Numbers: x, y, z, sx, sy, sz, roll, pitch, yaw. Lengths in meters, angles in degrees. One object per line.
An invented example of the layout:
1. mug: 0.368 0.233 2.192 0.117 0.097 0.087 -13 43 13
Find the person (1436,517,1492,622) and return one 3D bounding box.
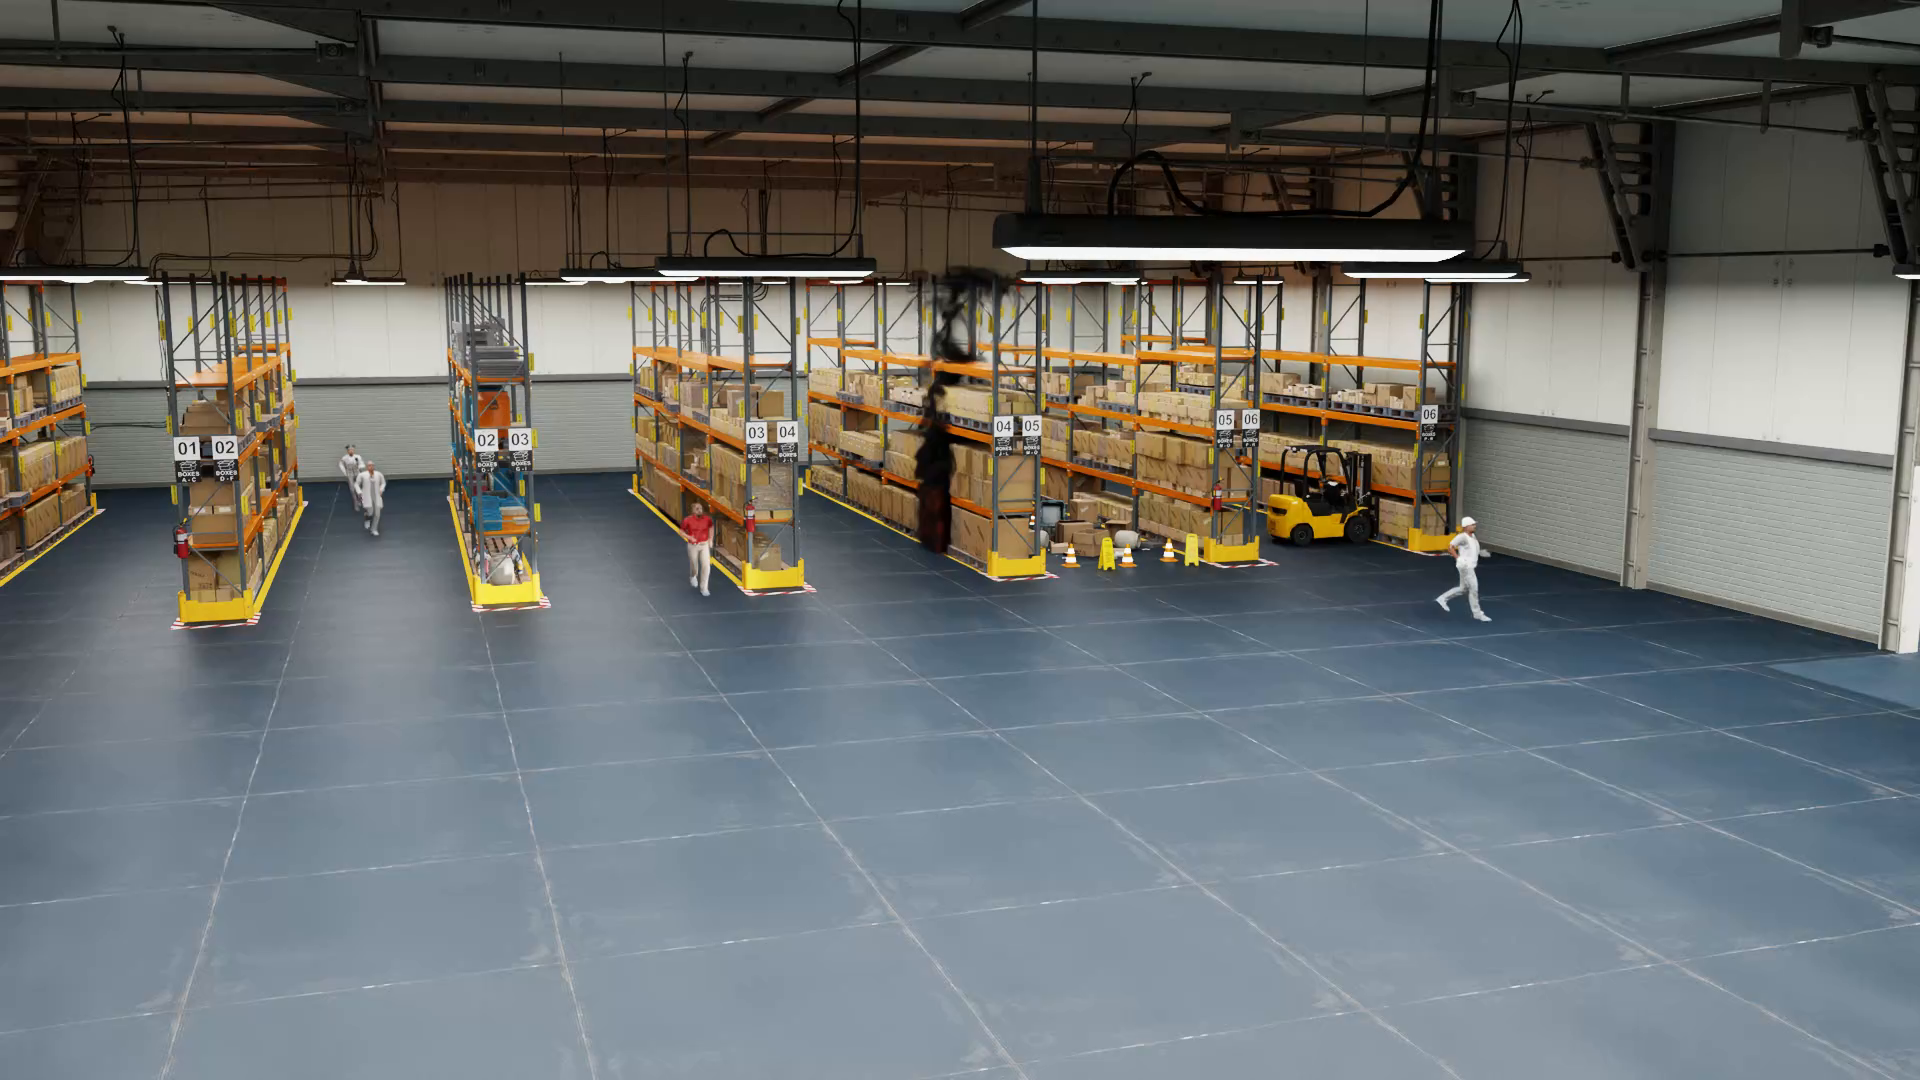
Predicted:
1. person: 8.785 0.489 28.898 0.987 1.791 0.682 5 10 29

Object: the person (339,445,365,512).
1. person: -15.783 -1.628 43.246 0.616 1.735 0.805 -4 10 -26

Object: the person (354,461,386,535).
1. person: -13.770 -0.985 38.919 0.713 1.733 0.637 -5 10 -31

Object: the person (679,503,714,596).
1. person: -4.962 0.161 31.488 0.701 1.738 0.848 -3 9 -21
